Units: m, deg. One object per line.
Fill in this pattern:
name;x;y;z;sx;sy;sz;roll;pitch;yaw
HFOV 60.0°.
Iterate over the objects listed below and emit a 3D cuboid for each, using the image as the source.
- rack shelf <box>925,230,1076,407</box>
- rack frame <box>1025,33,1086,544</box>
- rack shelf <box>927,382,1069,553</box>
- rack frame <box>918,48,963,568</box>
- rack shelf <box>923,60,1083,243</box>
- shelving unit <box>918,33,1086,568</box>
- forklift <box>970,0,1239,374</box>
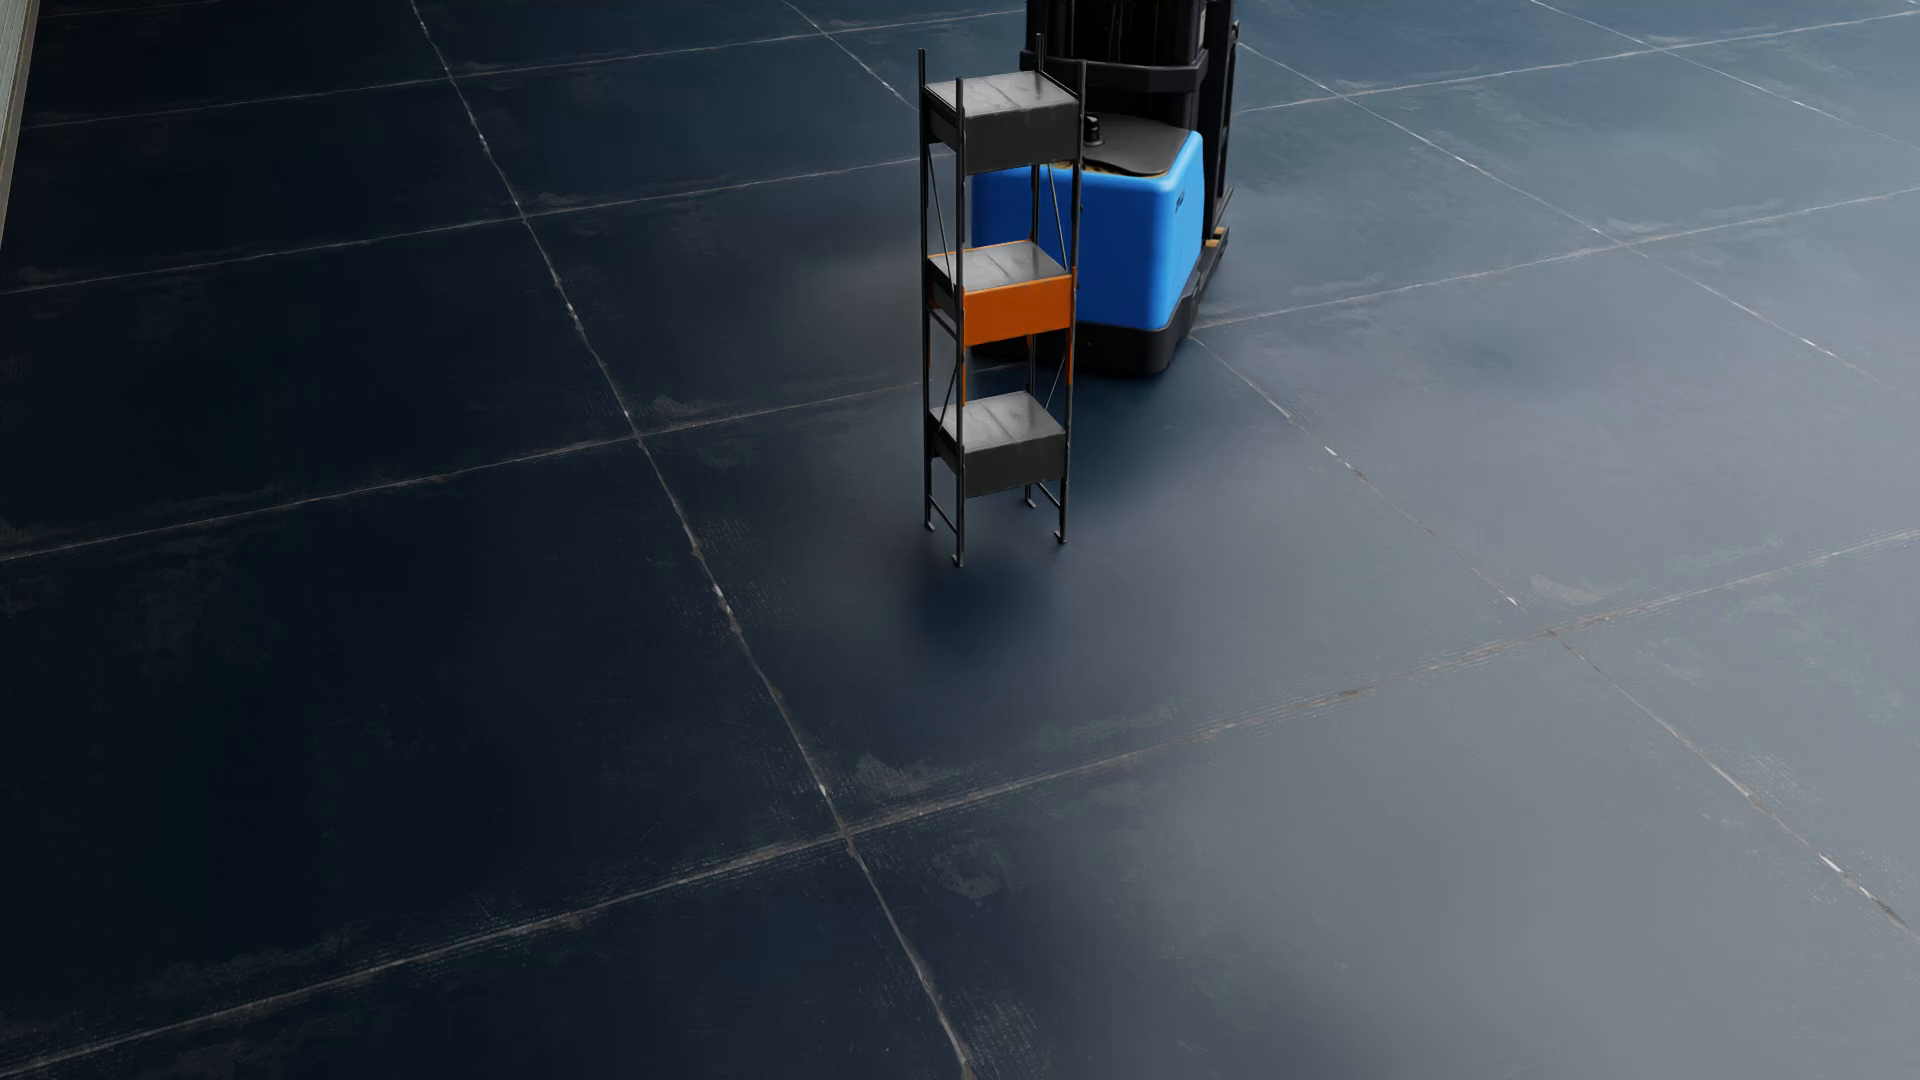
rack shelf;0.153;-0.904;6.738;0.480;0.518;0.431;-13;35;-19
rack frame;0.378;-0.967;6.810;0.015;2.100;0.400;-13;35;-19
rack shelf;0.153;-0.317;7.120;0.480;0.518;0.431;-13;35;-19
rack frame;-0.072;-0.864;6.652;0.015;2.100;0.400;-13;35;-19
rack shelf;0.153;-1.490;6.357;0.480;0.518;0.431;-13;35;-19
shelving unit;0.153;-0.915;6.731;0.503;2.100;0.431;-13;35;-19
forklift;0.961;-2.868;8.970;1.130;2.935;3.031;9;34;14
